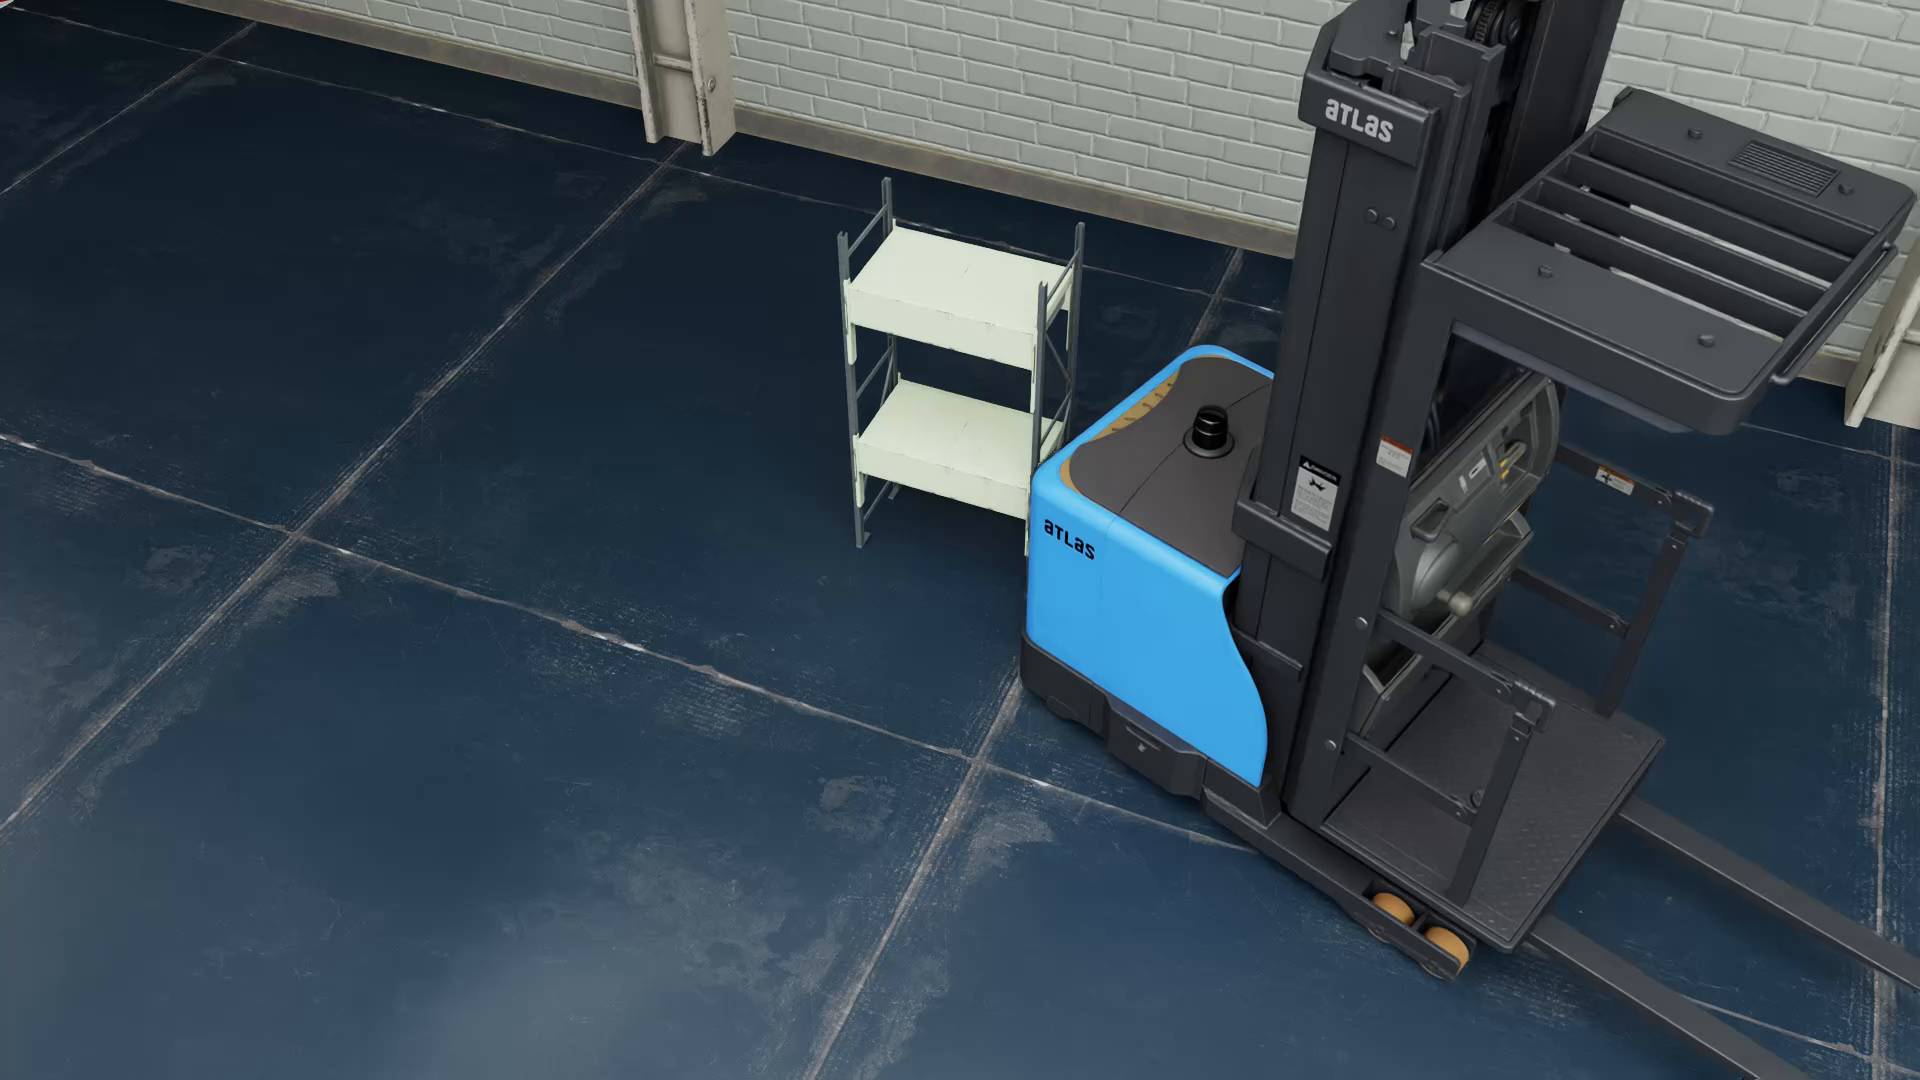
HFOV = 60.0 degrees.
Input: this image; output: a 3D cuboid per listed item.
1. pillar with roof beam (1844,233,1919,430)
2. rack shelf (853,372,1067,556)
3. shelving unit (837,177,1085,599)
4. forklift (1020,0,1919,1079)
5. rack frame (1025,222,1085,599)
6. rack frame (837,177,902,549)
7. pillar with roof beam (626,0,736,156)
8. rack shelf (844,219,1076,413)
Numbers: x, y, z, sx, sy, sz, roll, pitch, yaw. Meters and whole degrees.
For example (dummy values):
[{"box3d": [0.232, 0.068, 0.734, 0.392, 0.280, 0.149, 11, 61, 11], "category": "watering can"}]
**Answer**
[{"box3d": [2.443, -0.938, 1.313, 0.400, 9.000, 9.100, 16, 47, 16], "category": "pillar with roof beam"}, {"box3d": [0.006, -0.299, 6.449, 0.720, 0.370, 0.431, 16, 47, 16], "category": "rack shelf"}, {"box3d": [0.006, -0.530, 6.219, 0.755, 1.500, 0.431, 16, 47, 16], "category": "shelving unit"}, {"box3d": [1.659, -0.059, 4.731, 3.031, 2.935, 1.130, 32, 53, 28], "category": "forklift"}, {"box3d": [0.344, -0.430, 6.119, 0.023, 1.500, 0.400, 16, 47, 16], "category": "rack frame"}, {"box3d": [-0.332, -0.629, 6.319, 0.023, 1.500, 0.400, 16, 47, 16], "category": "rack frame"}, {"box3d": [-3.094, -2.567, 2.950, 0.400, 9.000, 9.100, 16, 47, 16], "category": "pillar with roof beam"}, {"box3d": [0.006, -0.807, 5.944, 0.720, 0.370, 0.431, 16, 47, 16], "category": "rack shelf"}]
